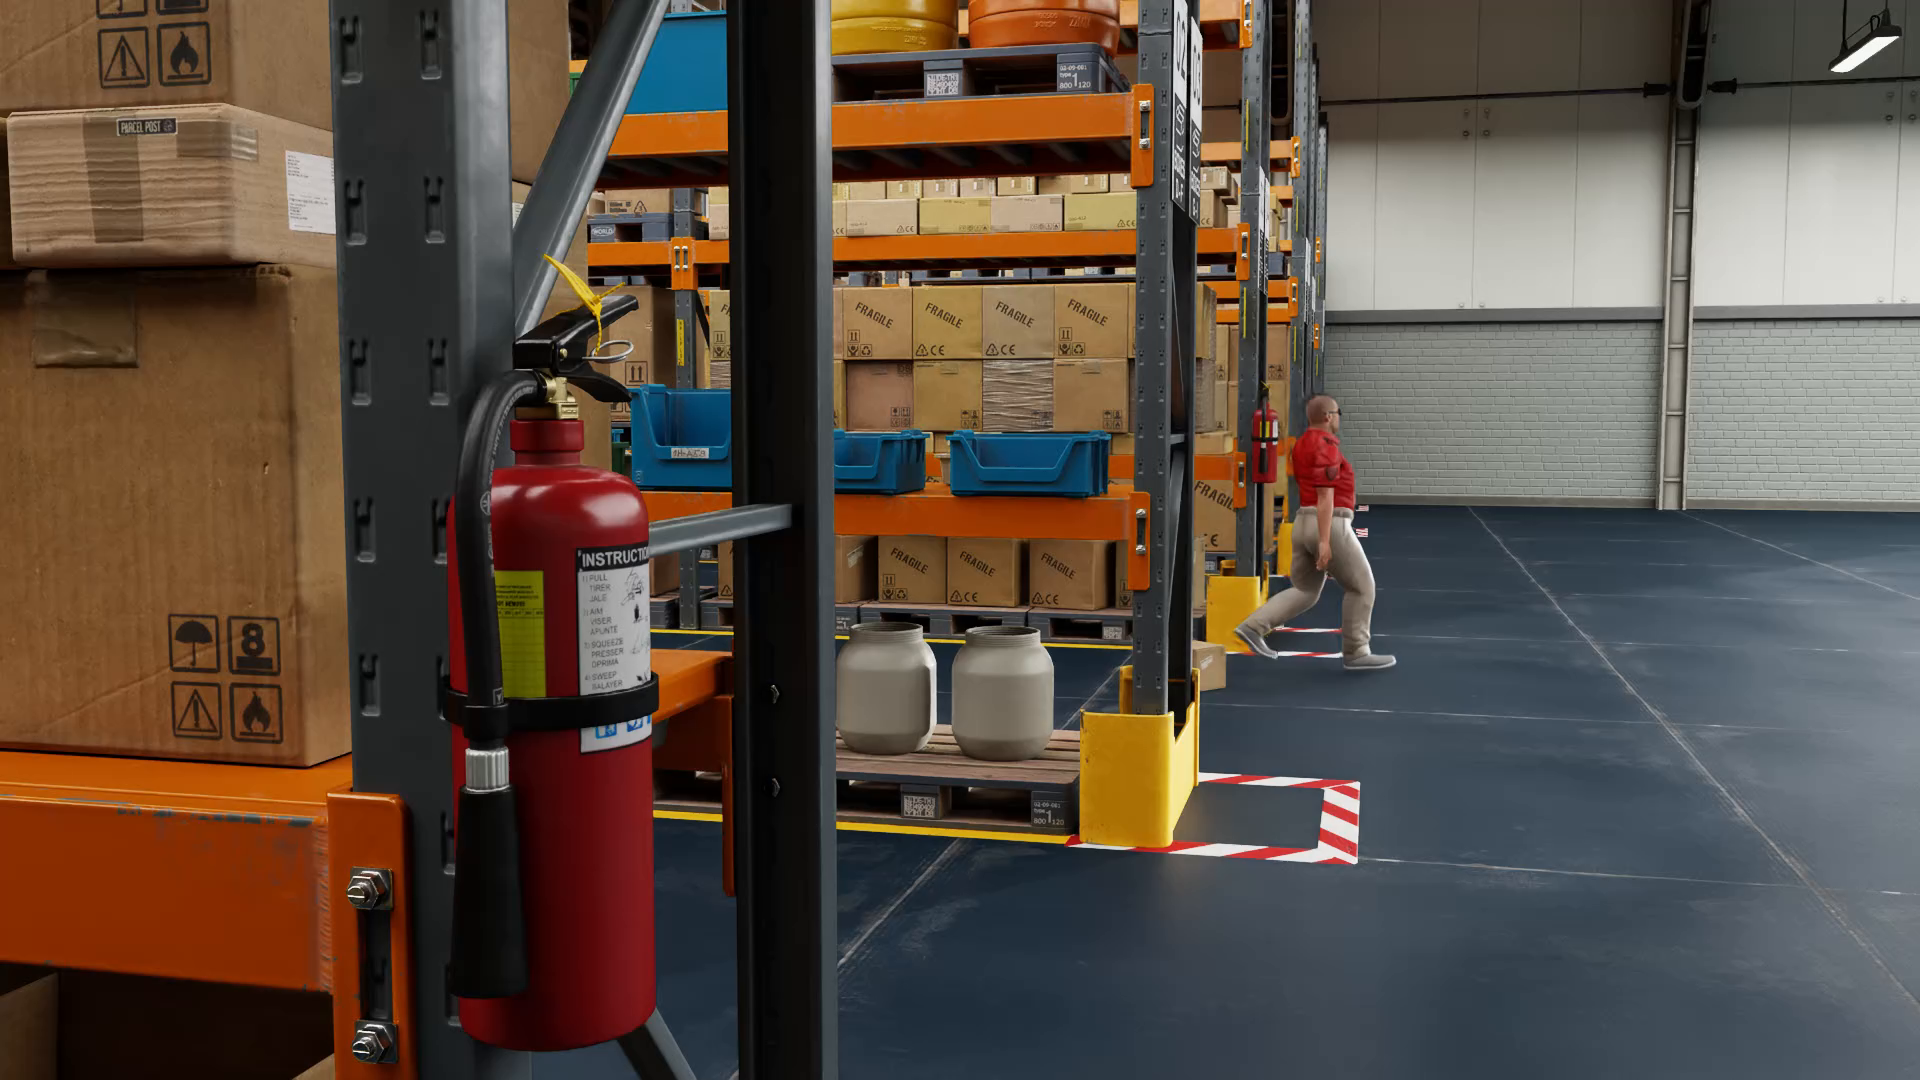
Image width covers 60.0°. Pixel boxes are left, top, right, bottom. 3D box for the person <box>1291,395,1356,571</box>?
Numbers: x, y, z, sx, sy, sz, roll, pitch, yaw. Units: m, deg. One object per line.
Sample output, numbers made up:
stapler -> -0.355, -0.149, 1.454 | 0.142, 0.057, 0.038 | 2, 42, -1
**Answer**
person -> 2.220, -0.360, 10.129 | 0.335, 1.045, 0.553 | -1, 5, -14
